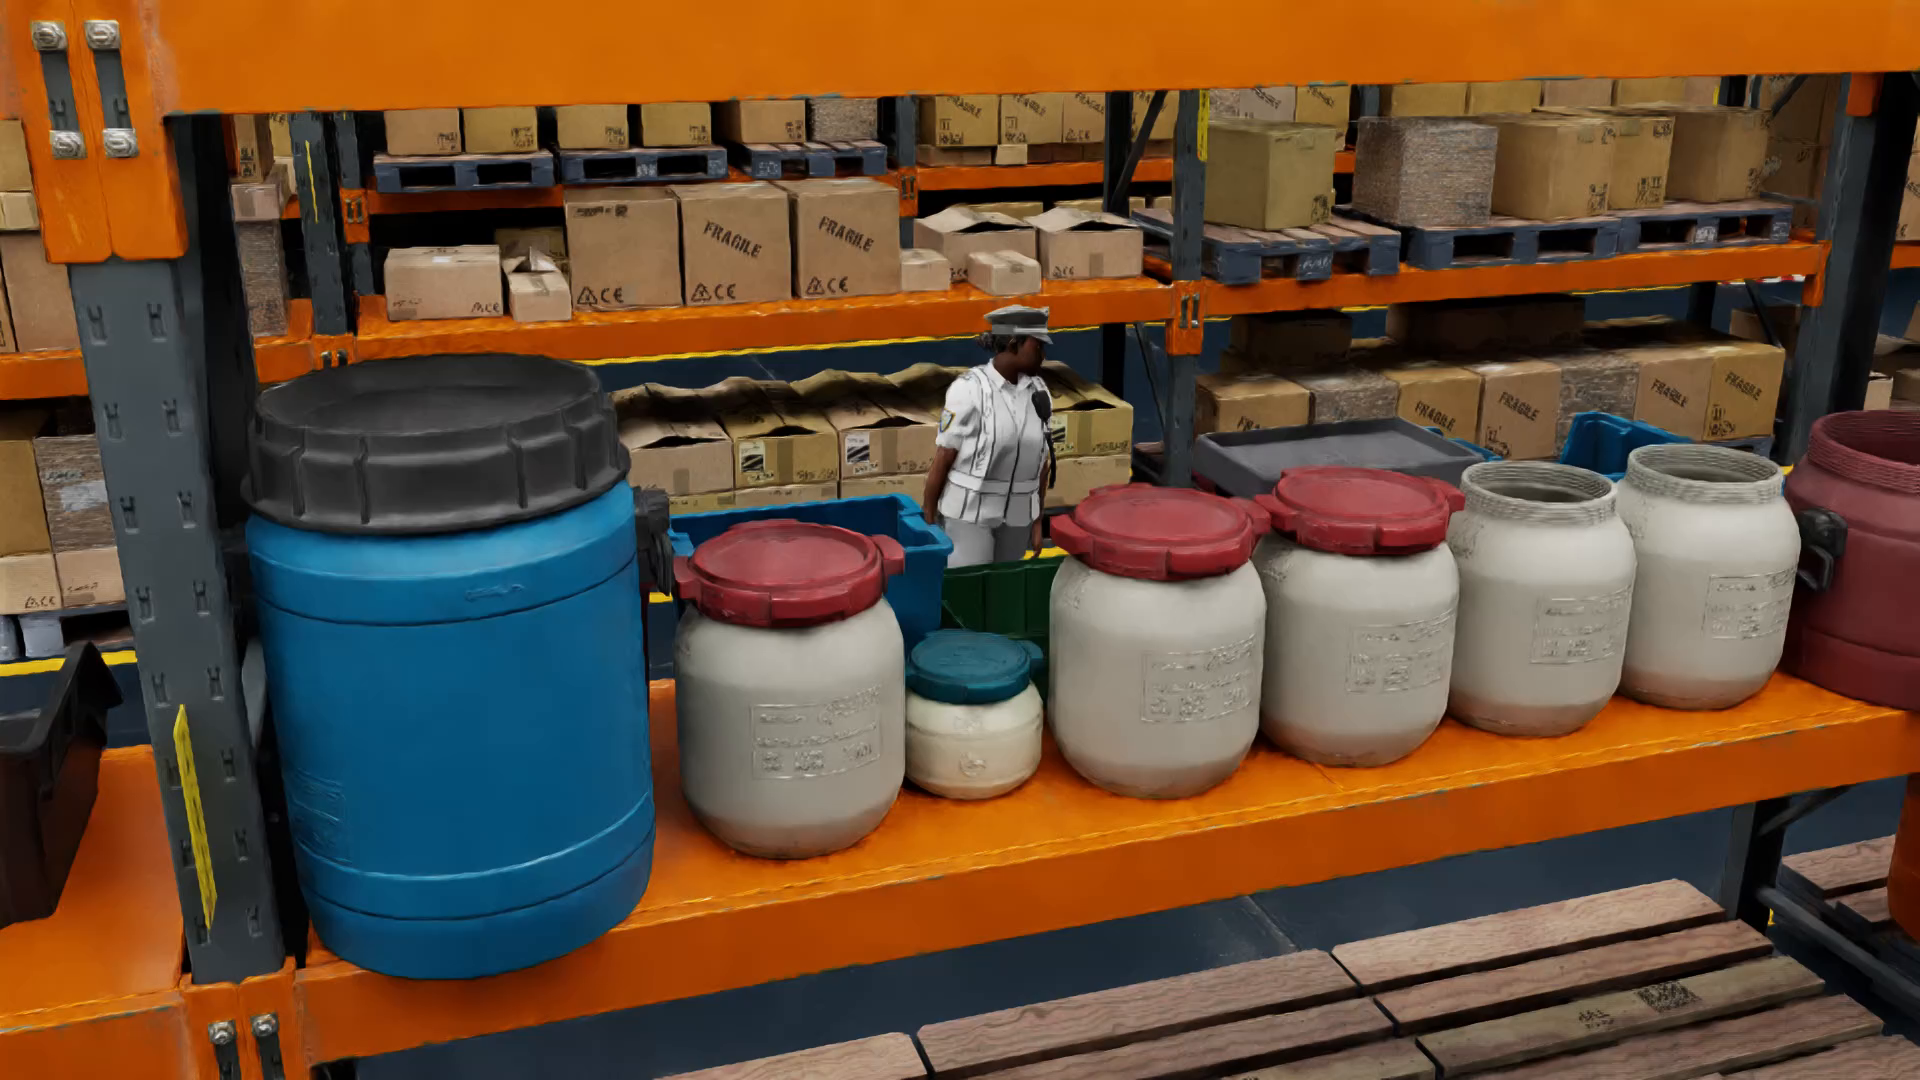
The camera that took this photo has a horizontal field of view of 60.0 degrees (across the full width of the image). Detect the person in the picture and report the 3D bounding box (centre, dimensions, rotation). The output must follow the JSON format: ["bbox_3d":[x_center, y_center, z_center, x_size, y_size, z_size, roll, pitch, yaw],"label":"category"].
[{"bbox_3d":[0.075,-0.017,6.094,0.664,1.656,0.438,-10,22,-26],"label":"person"}]
